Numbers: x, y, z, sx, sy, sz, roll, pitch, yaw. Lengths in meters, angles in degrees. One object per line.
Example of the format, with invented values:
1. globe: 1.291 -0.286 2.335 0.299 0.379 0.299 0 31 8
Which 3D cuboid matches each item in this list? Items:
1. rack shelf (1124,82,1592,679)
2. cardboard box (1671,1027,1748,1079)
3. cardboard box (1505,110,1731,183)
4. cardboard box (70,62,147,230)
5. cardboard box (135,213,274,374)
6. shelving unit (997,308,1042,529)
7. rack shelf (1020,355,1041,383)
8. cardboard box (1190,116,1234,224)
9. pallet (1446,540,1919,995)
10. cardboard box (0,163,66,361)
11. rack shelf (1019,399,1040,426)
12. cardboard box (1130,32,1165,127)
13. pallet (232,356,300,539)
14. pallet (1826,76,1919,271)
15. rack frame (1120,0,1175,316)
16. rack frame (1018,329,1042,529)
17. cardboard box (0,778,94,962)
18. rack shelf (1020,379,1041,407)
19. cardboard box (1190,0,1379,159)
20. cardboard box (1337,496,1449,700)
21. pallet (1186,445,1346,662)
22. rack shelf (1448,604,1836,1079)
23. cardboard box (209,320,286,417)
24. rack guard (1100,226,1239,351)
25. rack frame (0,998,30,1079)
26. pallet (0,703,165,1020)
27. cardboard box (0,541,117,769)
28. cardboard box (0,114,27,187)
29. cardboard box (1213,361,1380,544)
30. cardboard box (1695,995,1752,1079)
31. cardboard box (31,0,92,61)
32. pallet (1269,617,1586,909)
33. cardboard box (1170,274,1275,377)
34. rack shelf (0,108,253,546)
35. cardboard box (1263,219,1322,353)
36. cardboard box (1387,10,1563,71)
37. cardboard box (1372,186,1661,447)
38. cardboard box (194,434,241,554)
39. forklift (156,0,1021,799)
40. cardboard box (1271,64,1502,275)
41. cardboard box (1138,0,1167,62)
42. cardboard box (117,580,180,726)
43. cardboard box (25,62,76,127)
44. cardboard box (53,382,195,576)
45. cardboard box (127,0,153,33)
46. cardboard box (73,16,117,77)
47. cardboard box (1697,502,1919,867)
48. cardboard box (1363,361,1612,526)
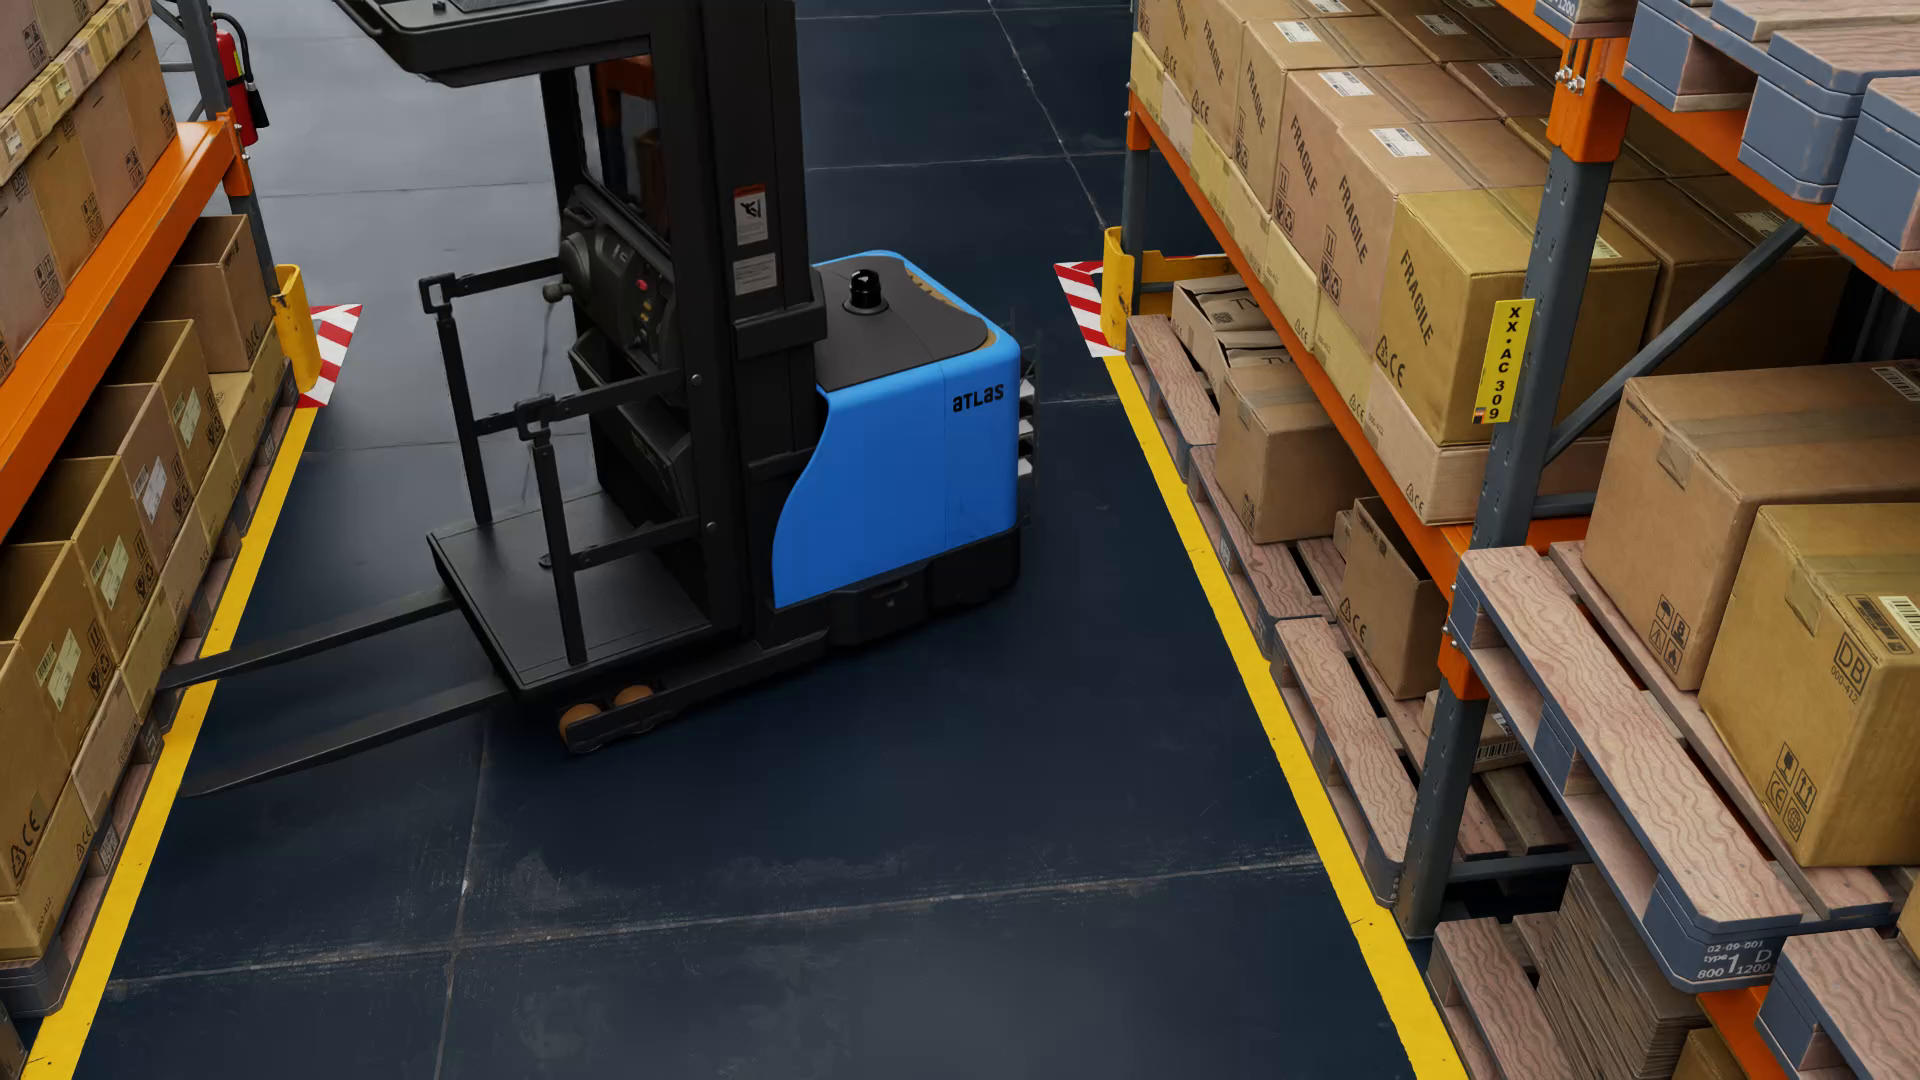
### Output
1. rack shelf: 1.555 -0.926 6.084 1.077 0.370 4.000 -4 35 -6
2. cardboard box: 2.059 1.438 3.805 0.700 0.500 0.500 -5 35 -7
3. cardboard box: 1.902 -0.930 4.901 0.500 0.500 0.500 -5 35 -7
4. cardboard box: -3.497 -1.449 6.124 0.700 0.500 0.500 -4 34 -5
5. cardboard box: -3.255 -1.032 7.004 0.500 0.500 0.500 -4 35 -6
6. shelving unit: 0.155 -0.450 6.611 0.258 0.900 0.210 -16 37 -22
7. rack shelf: 0.155 -0.646 6.478 0.258 0.077 0.200 -16 37 -22
8. cardboard box: 1.183 -1.416 6.279 0.500 0.250 0.500 -5 35 -7
9. pallet: 1.782 0.410 3.655 1.003 0.211 1.213 -4 35 -6
10. cardboard box: -3.361 -0.878 5.286 0.700 0.500 0.500 -3 34 -5
11. rack shelf: 0.155 -0.497 6.579 0.258 0.077 0.200 -16 37 -22
12. cardboard box: 1.037 -1.989 7.120 0.500 0.250 0.500 -5 35 -8
13. pallet: -3.478 -0.386 7.129 1.003 0.211 1.213 -4 35 -6
14. pallet: 1.944 -0.338 2.085 1.213 0.211 1.003 -4 35 -6
15. rack frame: 1.286 -2.339 7.519 1.000 3.000 0.127 -4 35 -6
16. rack frame: 0.202 -0.400 6.537 0.240 0.900 0.006 -16 37 -22
17. cardboard box: -2.846 0.951 4.759 0.500 0.250 0.500 -4 35 -6
18. rack shelf: 0.155 -0.572 6.529 0.258 0.077 0.200 -16 37 -22
19. cardboard box: 1.172 -1.741 6.090 0.500 0.500 0.500 -5 35 -8
20. cardboard box: 1.645 0.168 5.669 0.500 0.500 0.500 -7 35 -10
21. pallet: 1.531 -0.009 6.576 1.003 0.211 1.213 -4 35 -6
22. rack shelf: 2.093 1.306 2.808 1.077 0.370 4.000 -4 35 -6
23. cardboard box: -3.257 -0.722 7.215 0.500 0.250 0.500 -4 35 -6
24. rack guard: 1.296 -1.264 8.160 1.175 0.500 0.348 -4 35 -6
25. rack frame: -3.084 0.270 3.690 1.000 3.000 0.127 -4 35 -6
26. pallet: -3.150 0.976 5.131 1.003 0.211 1.213 -4 35 -6
27. cardboard box: -2.911 0.362 4.958 0.500 0.500 0.500 -4 35 -6
28. cardboard box: -3.171 -1.207 5.193 0.380 0.149 0.250 -5 35 -7
29. cardboard box: 1.416 -0.364 6.449 0.700 0.500 0.500 -6 35 -9
30. cardboard box: 2.002 1.089 3.651 0.500 0.250 0.500 -5 35 -7
31. cardboard box: -3.489 -1.955 5.715 0.700 0.500 0.500 -5 35 -8
32. pallet: 1.698 0.673 5.575 1.003 0.211 1.213 -4 35 -6
33. cardboard box: 1.290 -1.017 7.575 0.500 0.311 0.500 -8 35 -12
34. rack shelf: -3.353 -0.548 5.530 1.077 0.370 4.000 -4 35 -6
35. cardboard box: 1.318 -0.853 5.453 0.500 0.250 0.500 -5 35 -7
36. cardboard box: 1.759 -1.497 5.733 0.500 0.500 0.500 -4 34 -6
37. cardboard box: 1.454 -0.603 4.421 0.500 0.500 0.500 -4 35 -6
38. cardboard box: -3.109 -0.165 6.398 0.500 0.250 0.500 -4 35 -6
39. forklift: -1.297 -0.825 5.358 3.031 2.935 1.130 -19 39 -25
40. cardboard box: 1.324 -1.163 5.243 0.500 0.500 0.500 -5 35 -8
41. cardboard box: 1.052 -2.306 6.920 0.500 0.500 0.500 -4 35 -6
42. cardboard box: -2.971 0.393 5.579 0.500 0.250 0.500 -4 35 -6
43. cardboard box: -3.244 -1.497 5.618 0.380 0.149 0.250 -3 34 -5
44. cardboard box: -3.040 -0.196 5.777 0.500 0.500 0.500 -4 35 -6
45. cardboard box: -3.382 -2.072 6.463 0.380 0.149 0.250 -5 35 -7
46. cardboard box: -3.311 -1.784 6.039 0.380 0.149 0.250 -5 35 -7
47. cardboard box: 1.927 0.269 3.212 0.700 0.500 0.500 -1 34 -1
48. cardboard box: 1.460 -0.295 4.634 0.500 0.250 0.500 -4 35 -6
